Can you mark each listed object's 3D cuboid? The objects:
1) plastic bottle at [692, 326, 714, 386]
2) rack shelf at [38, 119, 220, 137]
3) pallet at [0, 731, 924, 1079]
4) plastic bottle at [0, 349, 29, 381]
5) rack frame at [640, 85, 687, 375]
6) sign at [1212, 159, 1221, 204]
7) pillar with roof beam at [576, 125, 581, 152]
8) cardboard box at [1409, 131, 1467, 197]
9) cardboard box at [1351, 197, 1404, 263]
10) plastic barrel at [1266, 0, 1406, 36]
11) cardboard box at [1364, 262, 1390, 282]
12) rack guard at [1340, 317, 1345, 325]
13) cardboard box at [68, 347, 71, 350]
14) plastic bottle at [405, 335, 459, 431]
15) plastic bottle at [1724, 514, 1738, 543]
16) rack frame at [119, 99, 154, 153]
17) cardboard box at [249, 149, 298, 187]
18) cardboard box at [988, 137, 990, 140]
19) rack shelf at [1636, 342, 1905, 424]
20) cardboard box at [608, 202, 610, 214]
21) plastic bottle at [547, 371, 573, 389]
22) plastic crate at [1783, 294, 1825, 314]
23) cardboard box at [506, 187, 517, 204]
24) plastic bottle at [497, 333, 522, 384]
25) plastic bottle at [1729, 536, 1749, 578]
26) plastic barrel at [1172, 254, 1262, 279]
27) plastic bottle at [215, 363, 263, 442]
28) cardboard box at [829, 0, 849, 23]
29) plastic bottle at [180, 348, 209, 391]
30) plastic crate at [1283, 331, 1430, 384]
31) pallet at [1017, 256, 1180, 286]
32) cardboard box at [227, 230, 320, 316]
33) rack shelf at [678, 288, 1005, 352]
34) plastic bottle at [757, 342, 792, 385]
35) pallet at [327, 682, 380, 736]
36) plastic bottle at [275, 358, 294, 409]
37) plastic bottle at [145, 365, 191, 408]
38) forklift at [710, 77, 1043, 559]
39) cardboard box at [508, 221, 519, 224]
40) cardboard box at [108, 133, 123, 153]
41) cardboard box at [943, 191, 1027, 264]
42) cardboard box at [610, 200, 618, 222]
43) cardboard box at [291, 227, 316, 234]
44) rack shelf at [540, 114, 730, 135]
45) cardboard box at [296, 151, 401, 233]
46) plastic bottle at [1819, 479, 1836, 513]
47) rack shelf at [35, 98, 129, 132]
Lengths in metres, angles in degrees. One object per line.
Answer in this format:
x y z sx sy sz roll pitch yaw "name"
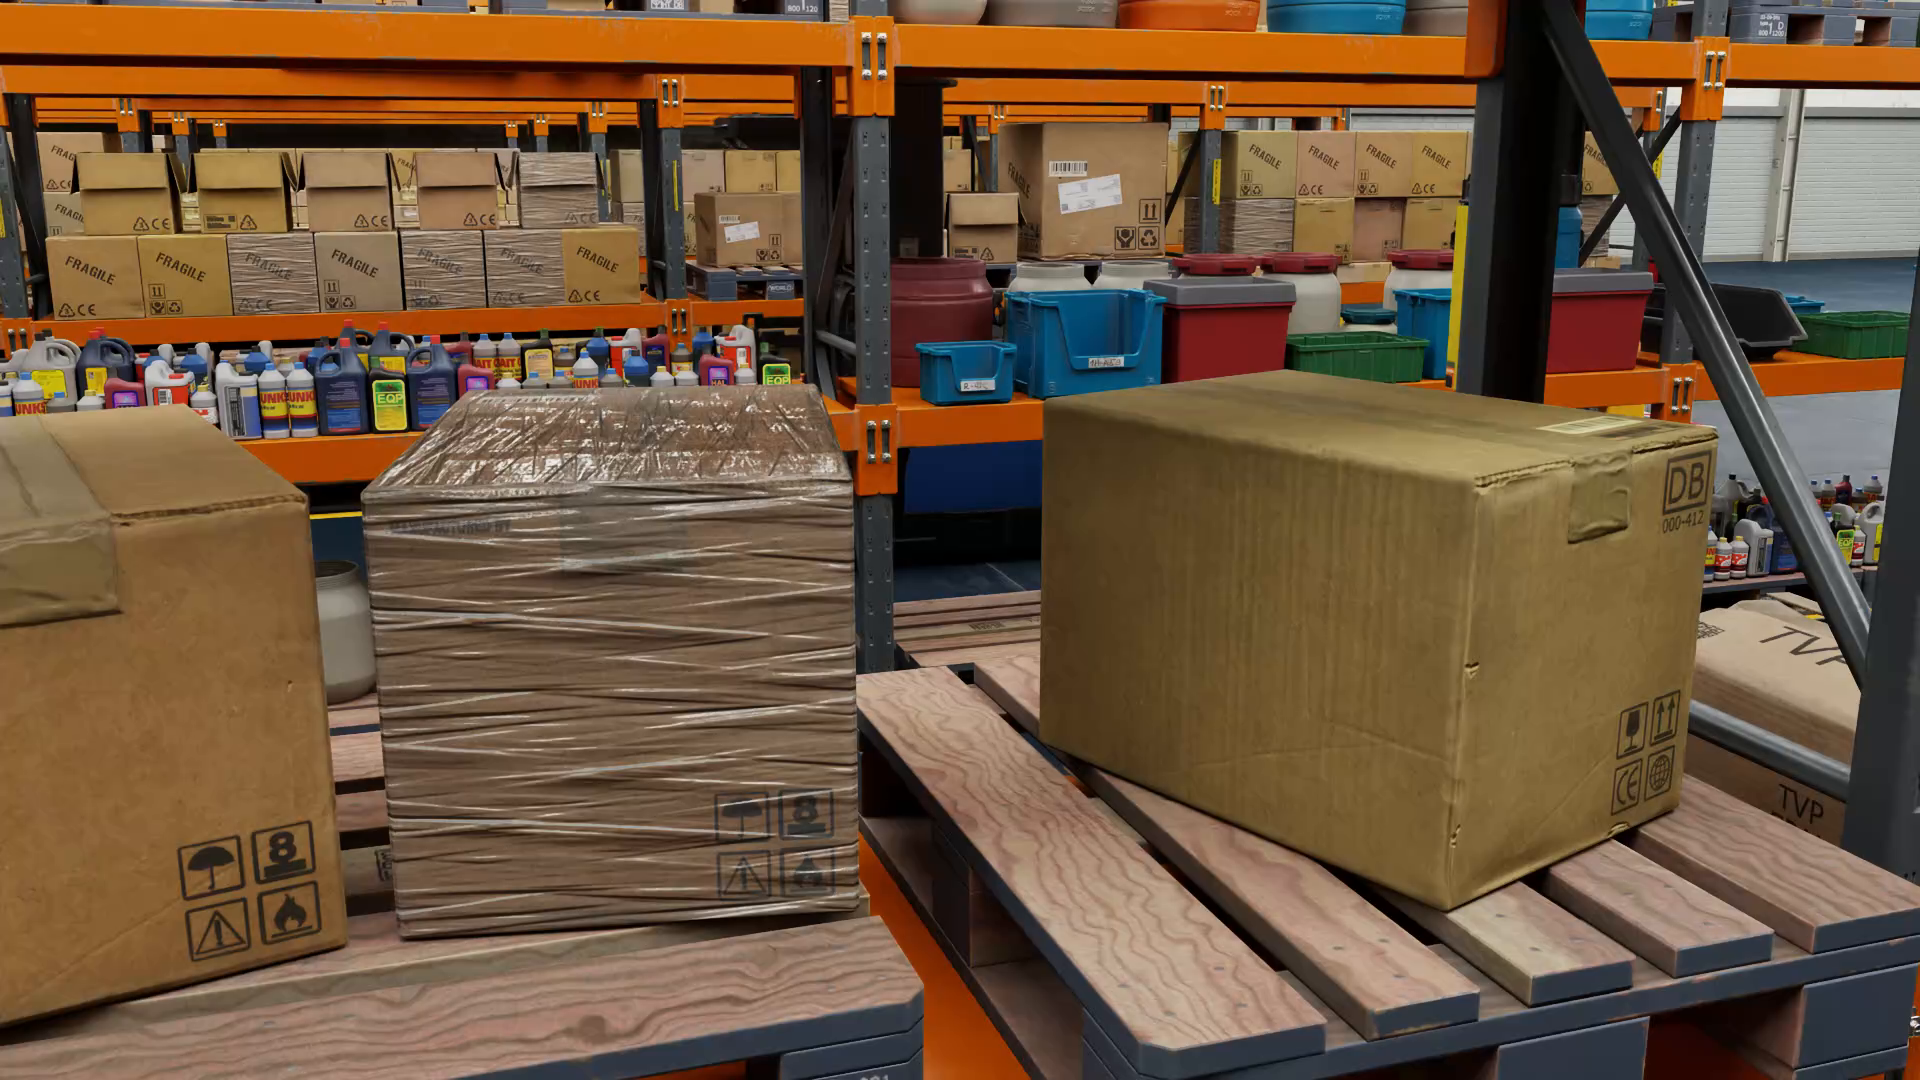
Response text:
-1.126 -0.802 7.308 0.097 0.271 0.097 0 13 0 "plastic bottle"
-12.507 -5.842 23.295 4.000 0.370 1.077 -4 14 -18 "rack shelf"
-0.759 0.497 1.987 1.213 0.211 1.003 -4 14 -18 "pallet"
-3.668 -0.599 6.447 0.135 0.276 0.152 -4 14 -18 "plastic bottle"
-2.073 -1.914 11.707 0.127 3.000 1.000 -4 14 -18 "rack frame"
1.898 -2.651 12.304 0.005 0.325 0.100 -4 14 -18 "sign"
-4.500 -7.444 21.992 0.400 9.000 9.100 -4 14 -18 "pillar with roof beam"
3.643 -2.980 13.169 0.500 0.500 0.500 -4 14 -18 "cardboard box"
3.091 -2.510 13.356 0.500 0.500 0.875 -4 14 -18 "cardboard box"
1.645 -2.644 7.213 0.708 0.901 0.600 -4 14 -18 "plastic barrel"
3.194 -2.135 13.177 0.250 0.149 0.380 -4 14 -18 "cardboard box"
4.045 -2.385 19.091 0.348 0.500 1.175 -4 14 -18 "rack guard"
-7.834 -1.710 14.817 0.250 0.149 0.380 -4 14 -17 "cardboard box"
-1.988 -0.593 6.262 0.185 0.351 0.144 -4 14 -18 "plastic bottle"
4.002 0.004 8.563 0.133 0.283 0.061 -4 14 -18 "plastic bottle"
-7.351 -2.714 15.071 0.127 3.000 1.000 -4 14 -18 "rack frame"
-8.043 -4.340 19.531 0.500 0.500 0.500 -5 14 -18 "cardboard box"
0.484 -5.170 22.376 0.500 0.500 0.700 -5 14 -18 "cardboard box"
5.193 -0.921 9.085 4.000 0.370 1.077 -4 14 -18 "rack shelf"
-4.314 -4.176 20.854 0.250 0.149 0.380 -5 14 -22 "cardboard box"
-1.536 -0.550 6.403 0.097 0.201 0.097 0 13 0 "plastic bottle"
4.260 -1.192 8.993 0.616 0.251 0.499 -4 14 -18 "plastic crate"
-4.117 -3.226 15.573 0.250 0.149 0.380 -5 14 -19 "cardboard box"
-1.909 -0.740 7.052 0.097 0.271 0.097 0 13 0 "plastic bottle"
3.932 0.082 8.412 0.097 0.201 0.097 0 13 0 "plastic bottle"
1.215 -1.080 7.909 0.433 0.535 0.433 0 13 0 "plastic barrel"
-2.627 -0.508 6.065 0.135 0.276 0.152 -4 14 -18 "plastic bottle"
-1.064 -3.680 11.353 0.500 0.500 0.500 -4 14 -18 "cardboard box"
-3.005 -0.618 6.537 0.097 0.271 0.097 0 13 0 "plastic bottle"
1.737 -0.829 7.605 0.662 0.188 0.450 -4 14 -18 "plastic crate"
0.947 -2.091 12.868 1.213 0.211 1.003 -4 14 -18 "pallet"
-4.398 -1.721 10.679 0.500 0.500 0.500 -5 14 -19 "cardboard box"
-0.178 -1.712 12.411 4.000 0.370 1.077 -4 14 -18 "rack shelf"
-0.741 -0.648 6.635 0.133 0.283 0.061 -4 14 -18 "plastic bottle"
-2.382 0.685 6.805 1.213 0.211 1.003 -4 14 -18 "pallet"
-2.742 -0.642 6.787 0.097 0.201 0.097 0 13 0 "plastic bottle"
-2.847 -0.491 5.993 0.135 0.276 0.152 -4 14 -18 "plastic bottle"
-0.872 -1.369 9.563 3.031 2.935 1.130 -3 14 -13 "forklift"
-4.116 -2.936 15.640 0.250 0.149 0.380 -4 14 -18 "cardboard box"
-7.856 -3.414 14.994 0.500 0.500 0.500 -4 14 -17 "cardboard box"
0.104 -2.316 12.265 0.637 0.503 0.797 -3 14 -12 "cardboard box"
-3.218 -3.150 16.688 0.500 0.500 0.500 -4 14 -18 "cardboard box"
-4.544 -1.837 11.167 0.500 0.500 0.500 -5 14 -19 "cardboard box"
-3.339 -5.344 21.202 4.000 0.370 1.077 -4 14 -18 "rack shelf"
-4.024 -2.302 10.954 0.637 0.503 0.797 -4 14 -16 "cardboard box"
4.946 -0.214 9.506 0.097 0.271 0.097 0 13 0 "plastic bottle"
-9.246 -3.676 14.186 4.000 0.370 1.077 -4 14 -18 "rack shelf"
